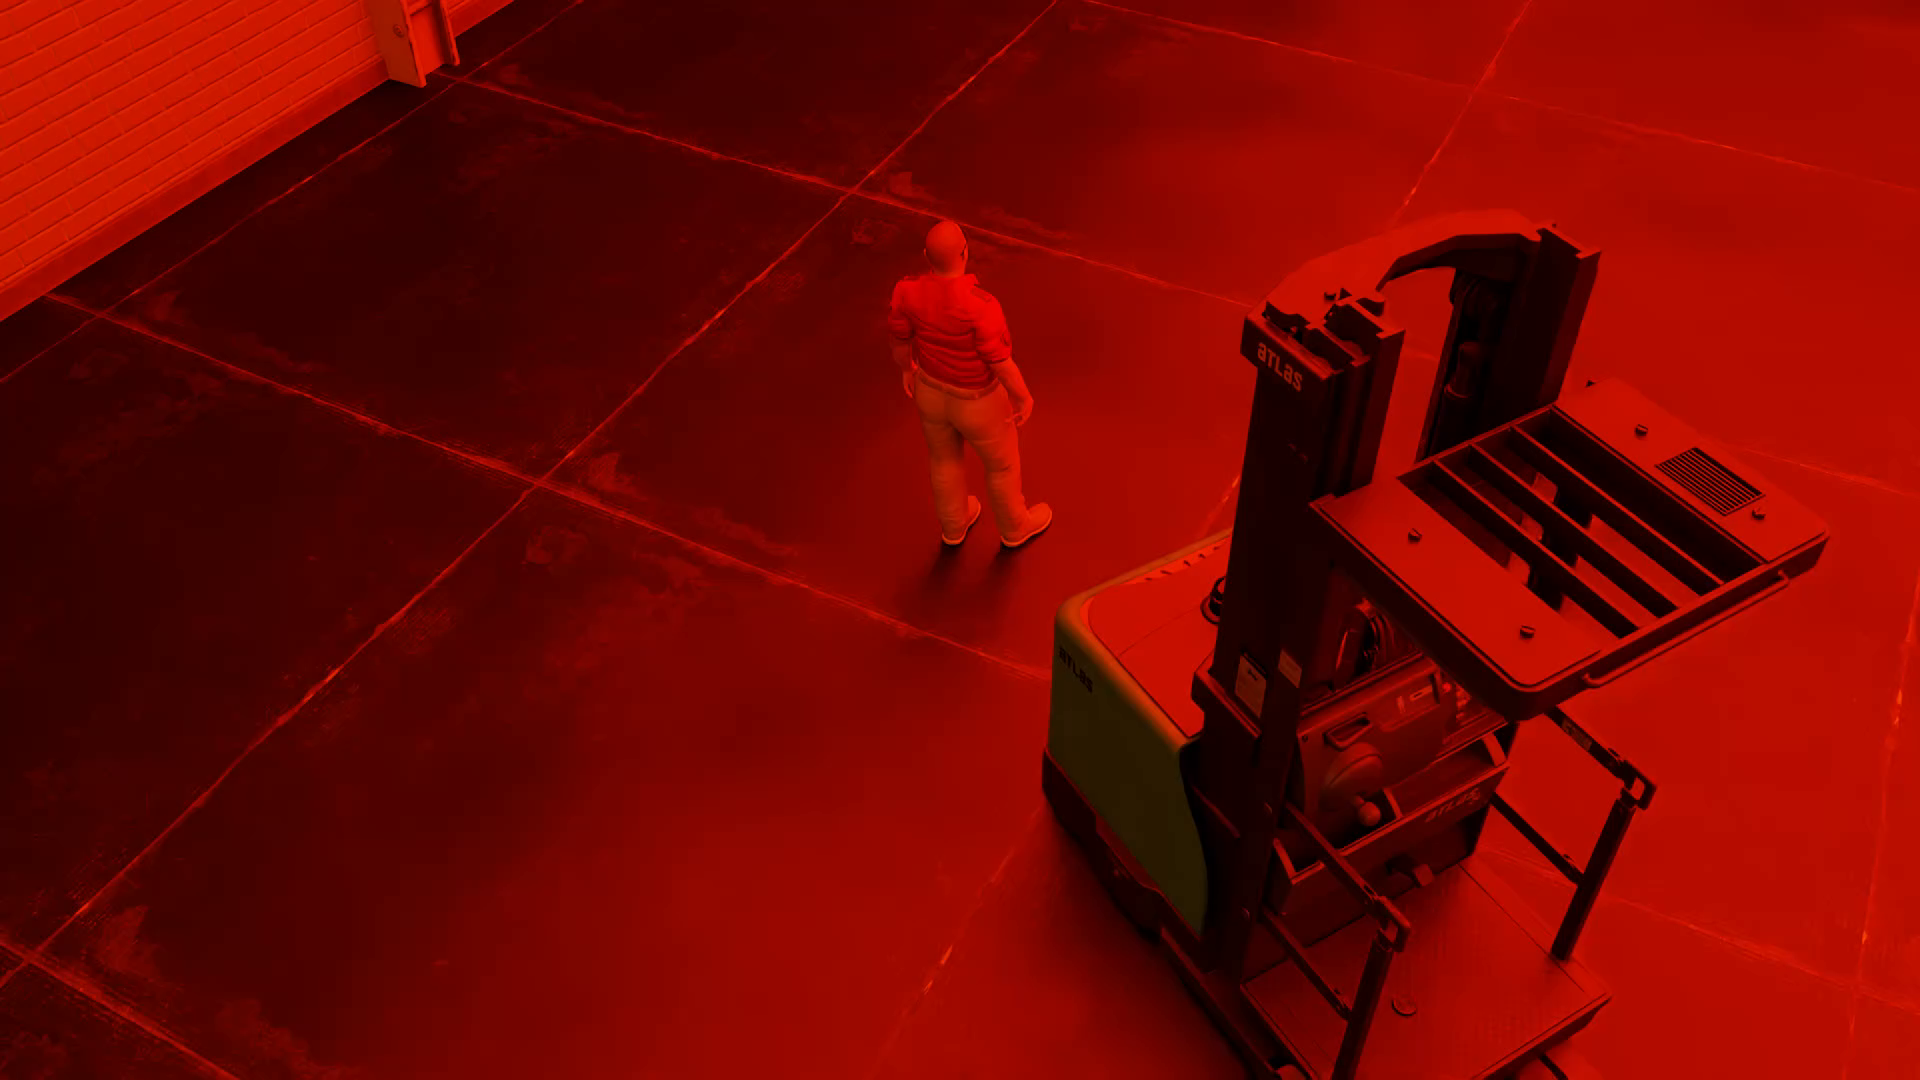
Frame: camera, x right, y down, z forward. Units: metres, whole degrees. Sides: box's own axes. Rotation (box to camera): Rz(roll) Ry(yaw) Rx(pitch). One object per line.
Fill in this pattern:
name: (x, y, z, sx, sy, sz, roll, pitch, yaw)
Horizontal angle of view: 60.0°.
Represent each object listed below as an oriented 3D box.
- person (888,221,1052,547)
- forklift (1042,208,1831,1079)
person: (0.052, -0.686, 7.247, 0.641, 1.728, 0.550, 20, 47, 20)
forklift: (1.514, 0.642, 4.972, 1.130, 2.935, 3.031, -22, 48, -22)
